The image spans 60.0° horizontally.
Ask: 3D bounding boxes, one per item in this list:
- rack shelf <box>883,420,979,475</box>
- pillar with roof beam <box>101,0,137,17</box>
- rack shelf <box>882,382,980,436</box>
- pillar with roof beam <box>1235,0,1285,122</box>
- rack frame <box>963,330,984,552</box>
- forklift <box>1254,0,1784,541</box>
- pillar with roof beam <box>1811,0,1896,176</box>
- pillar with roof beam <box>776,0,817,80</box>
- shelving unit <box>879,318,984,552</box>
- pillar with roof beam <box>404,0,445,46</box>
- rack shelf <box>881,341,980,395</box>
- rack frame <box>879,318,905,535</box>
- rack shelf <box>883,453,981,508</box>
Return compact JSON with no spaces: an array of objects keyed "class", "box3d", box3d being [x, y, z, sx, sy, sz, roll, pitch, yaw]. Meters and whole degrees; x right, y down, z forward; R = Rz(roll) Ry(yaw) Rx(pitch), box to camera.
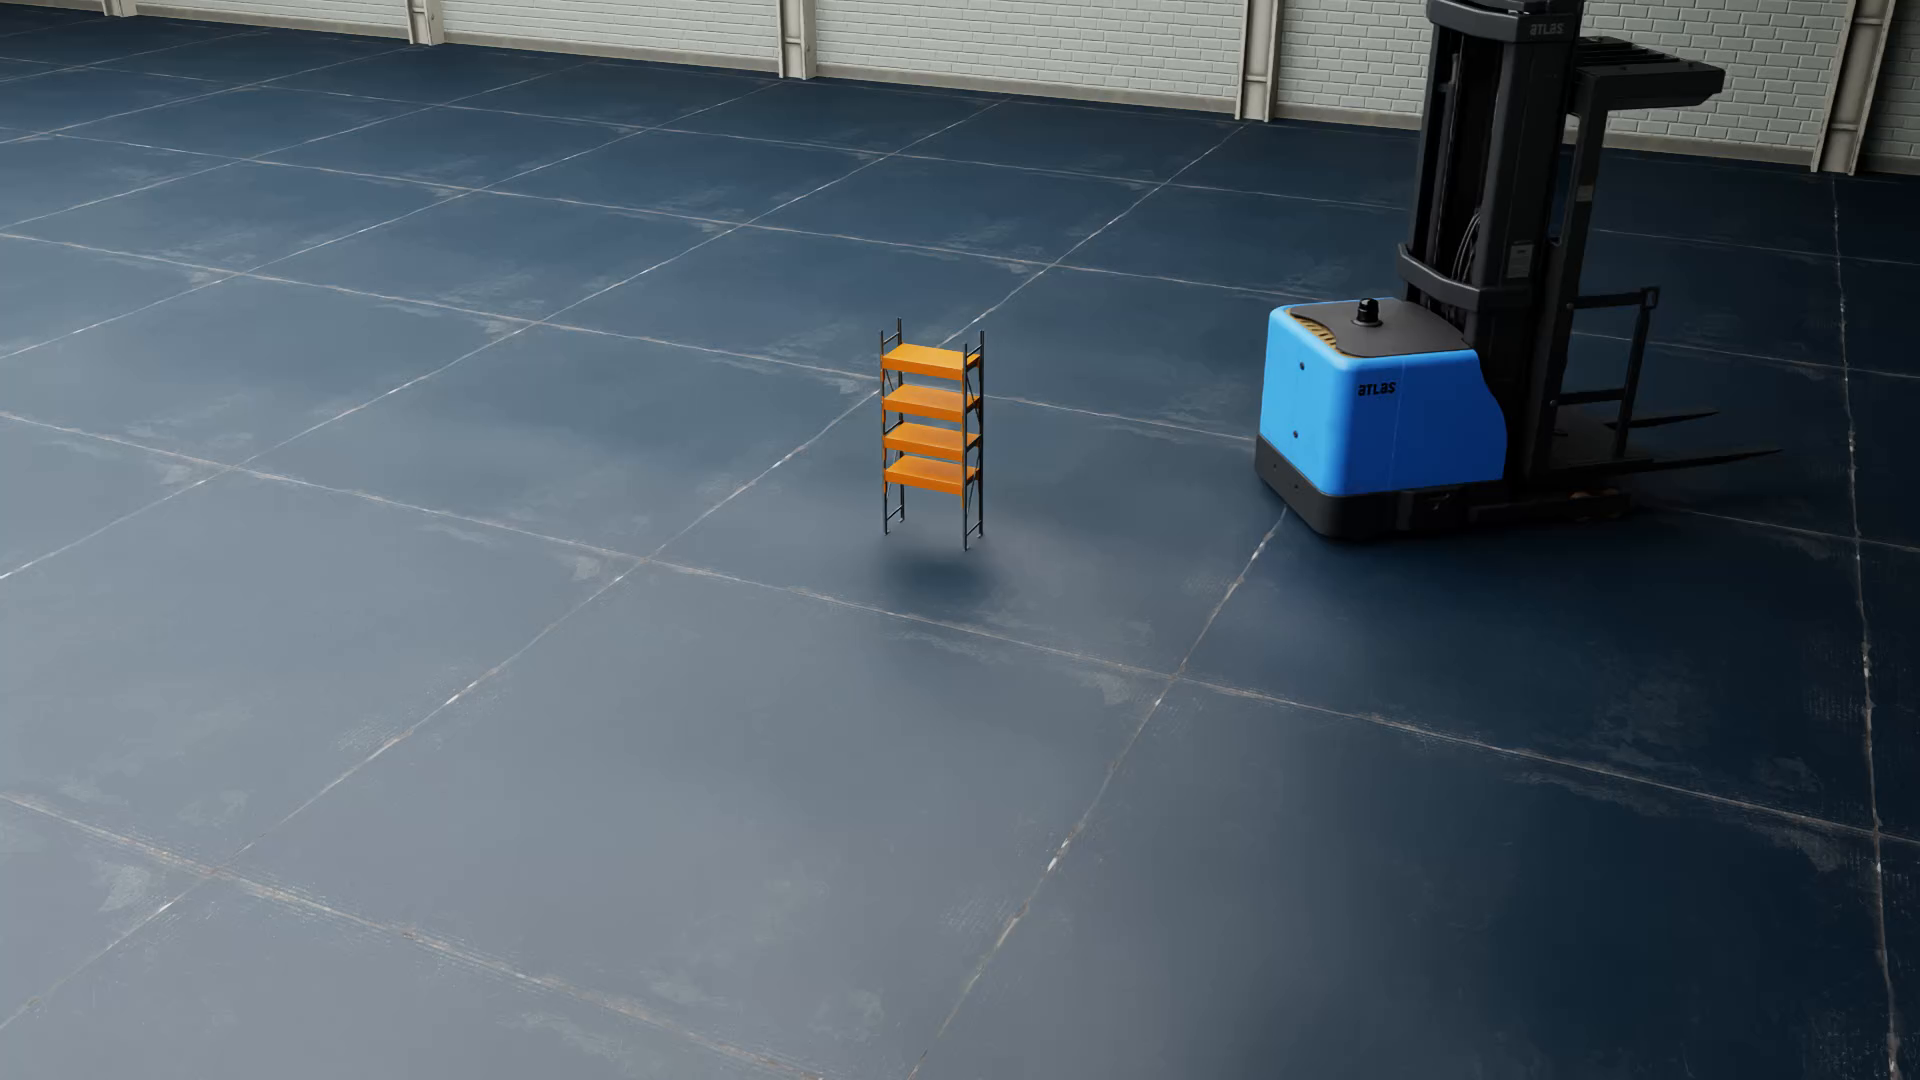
[{"class":"rack shelf","box3d":[-0.151,-0.508,9.076,0.480,0.148,0.258,11,28,22]},{"class":"pillar with roof beam","box3d":[-14.778,-10.446,20.279,0.400,9.000,9.100,11,28,22]},{"class":"rack shelf","box3d":[-0.151,-0.709,8.977,0.480,0.148,0.258,11,28,22]},{"class":"pillar with roof beam","box3d":[1.607,-7.155,13.594,0.400,9.000,9.100,11,28,22]},{"class":"rack frame","box3d":[0.071,-0.524,8.956,0.015,1.200,0.240,11,28,22]},{"class":"forklift","box3d":[3.333,-1.641,9.265,3.031,2.935,1.130,-6,27,-12]},{"class":"pillar with roof beam","box3d":[7.069,-6.058,11.366,0.400,9.000,9.100,11,28,22]},{"class":"pillar with roof beam","box3d":[-3.855,-8.252,15.823,0.400,9.000,9.100,11,28,22]},{"class":"shelving unit","box3d":[-0.151,-0.569,9.046,0.503,1.200,0.258,11,28,22]},{"class":"pillar with roof beam","box3d":[-9.316,-9.349,18.051,0.400,9.000,9.100,11,28,22]},{"class":"rack shelf","box3d":[-0.151,-0.921,8.873,0.480,0.148,0.258,11,28,22]},{"class":"rack frame","box3d":[-0.373,-0.613,9.137,0.015,1.200,0.240,11,28,22]},{"class":"rack shelf","box3d":[-0.151,-0.330,9.164,0.480,0.148,0.258,11,28,22]}]
